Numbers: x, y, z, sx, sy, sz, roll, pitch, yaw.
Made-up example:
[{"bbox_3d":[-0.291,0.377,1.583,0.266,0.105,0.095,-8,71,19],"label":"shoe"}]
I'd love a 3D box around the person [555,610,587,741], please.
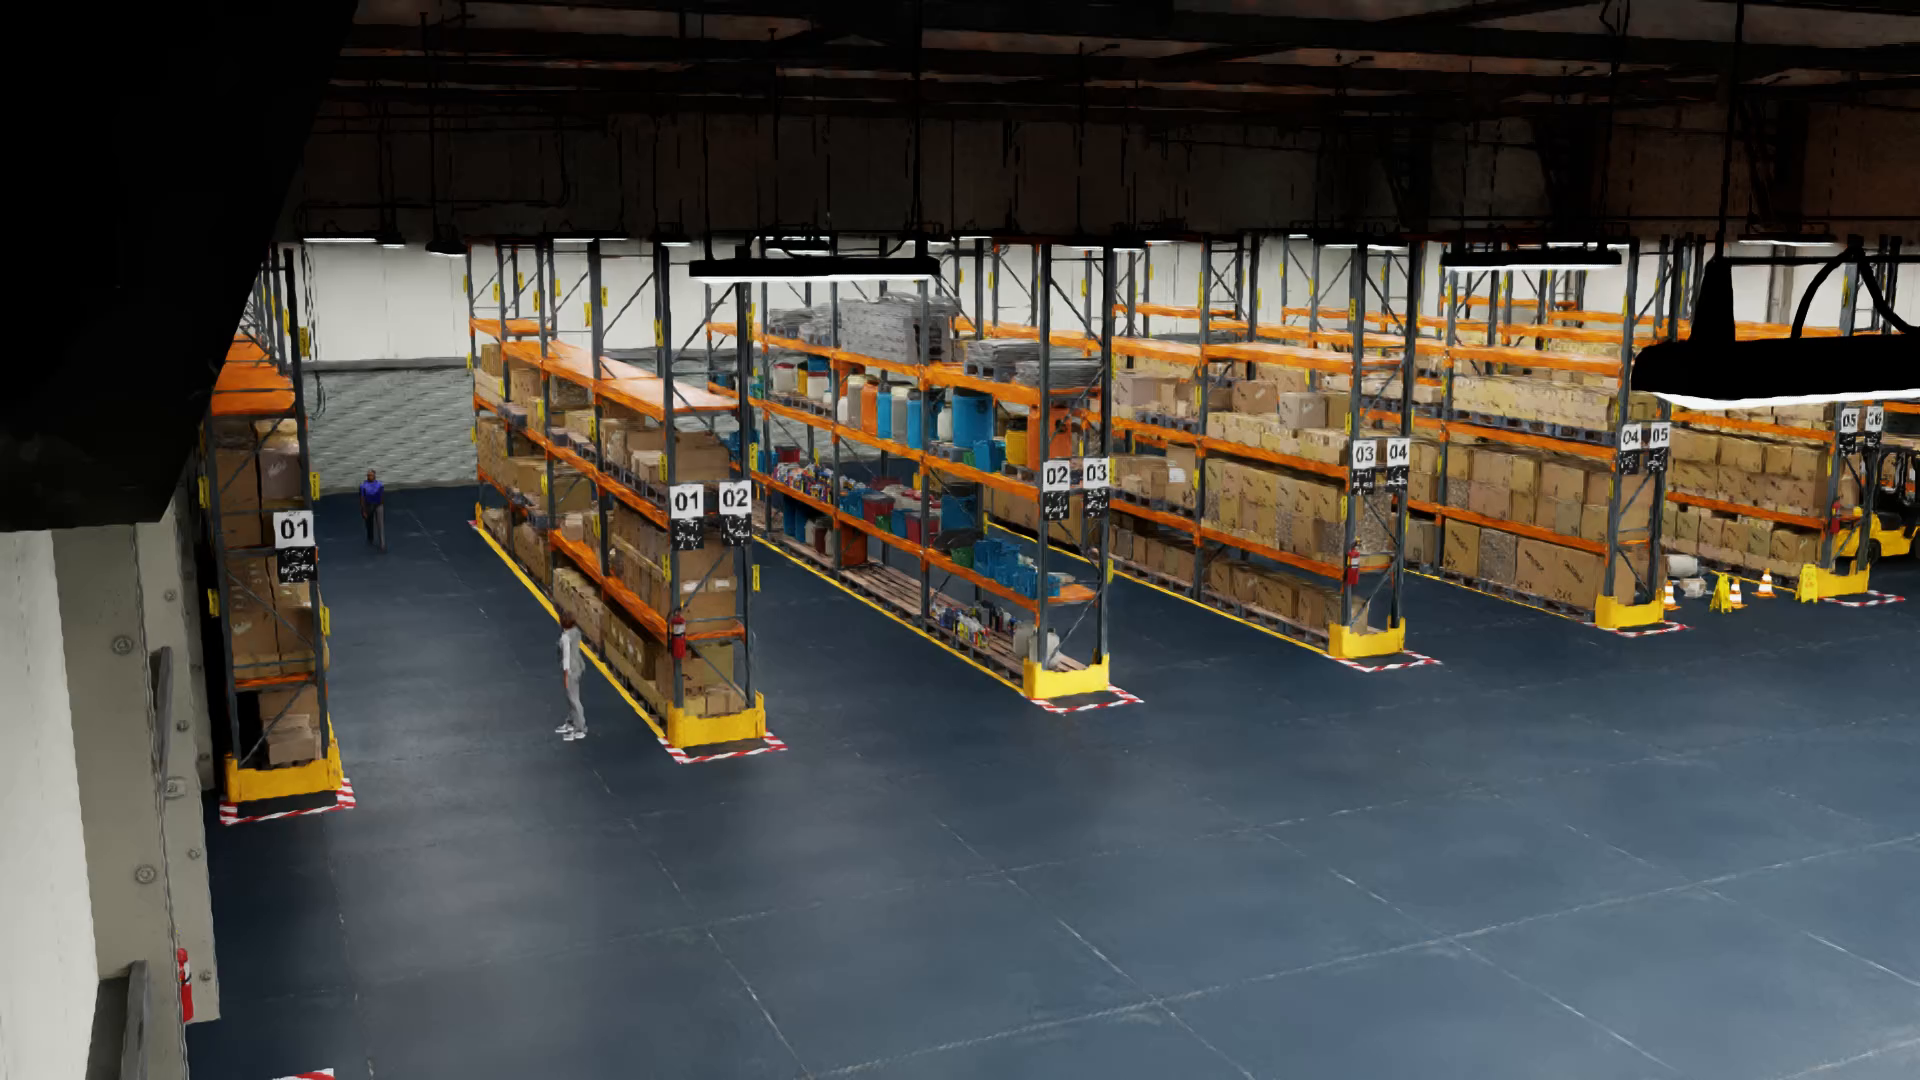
[{"bbox_3d":[-4.803,1.640,20.420,0.449,1.599,0.467,1,11,6],"label":"person"}]

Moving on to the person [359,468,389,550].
[{"bbox_3d":[-11.324,-0.610,32.061,0.449,1.556,1.075,-4,12,-22],"label":"person"}]
